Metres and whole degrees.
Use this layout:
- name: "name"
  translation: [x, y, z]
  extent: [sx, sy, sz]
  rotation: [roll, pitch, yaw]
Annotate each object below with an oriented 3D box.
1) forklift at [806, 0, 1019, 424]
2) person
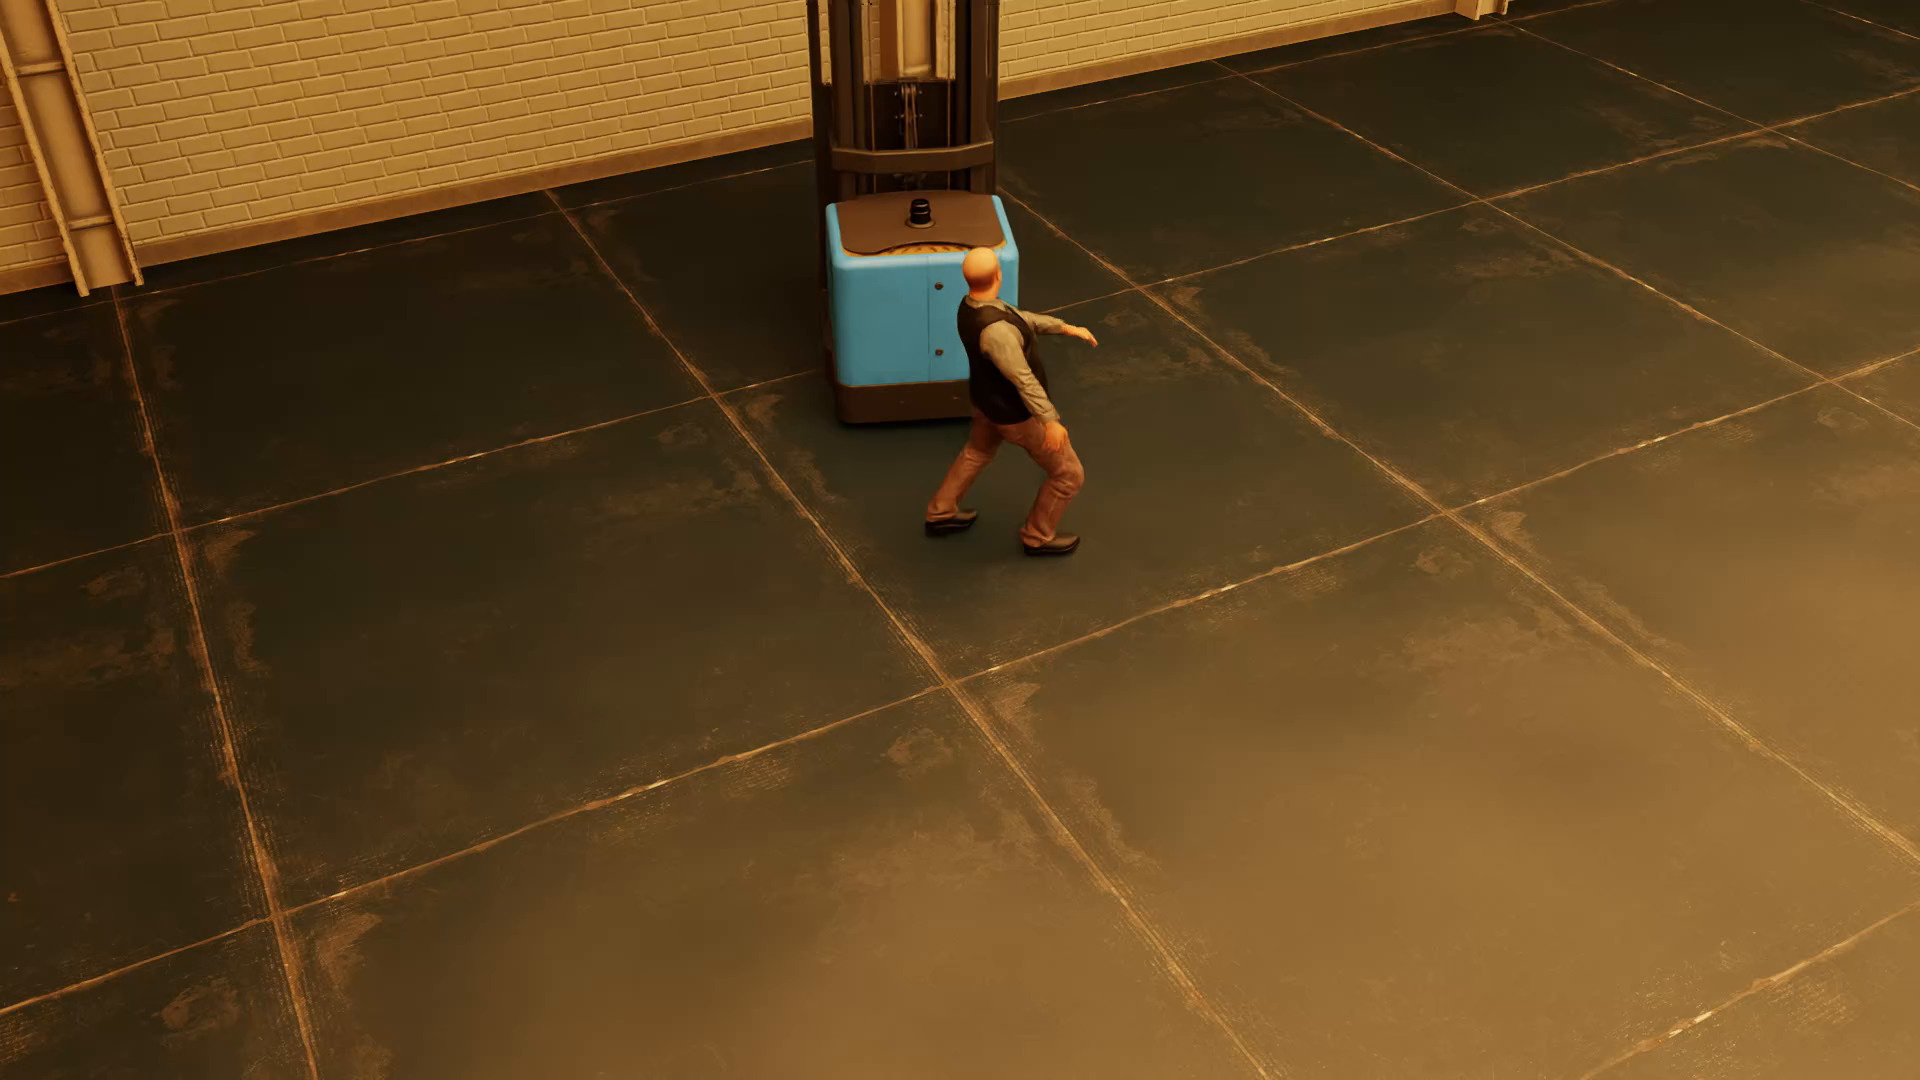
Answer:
- name: "forklift"
  translation: [-0.353, -2.698, 9.940]
  extent: [1.130, 2.935, 3.031]
  rotation: [-4, 35, -6]
- name: "person"
  translation: [0.321, -0.661, 8.206]
  extent: [0.842, 1.608, 0.758]
  rotation: [-19, 39, -24]
